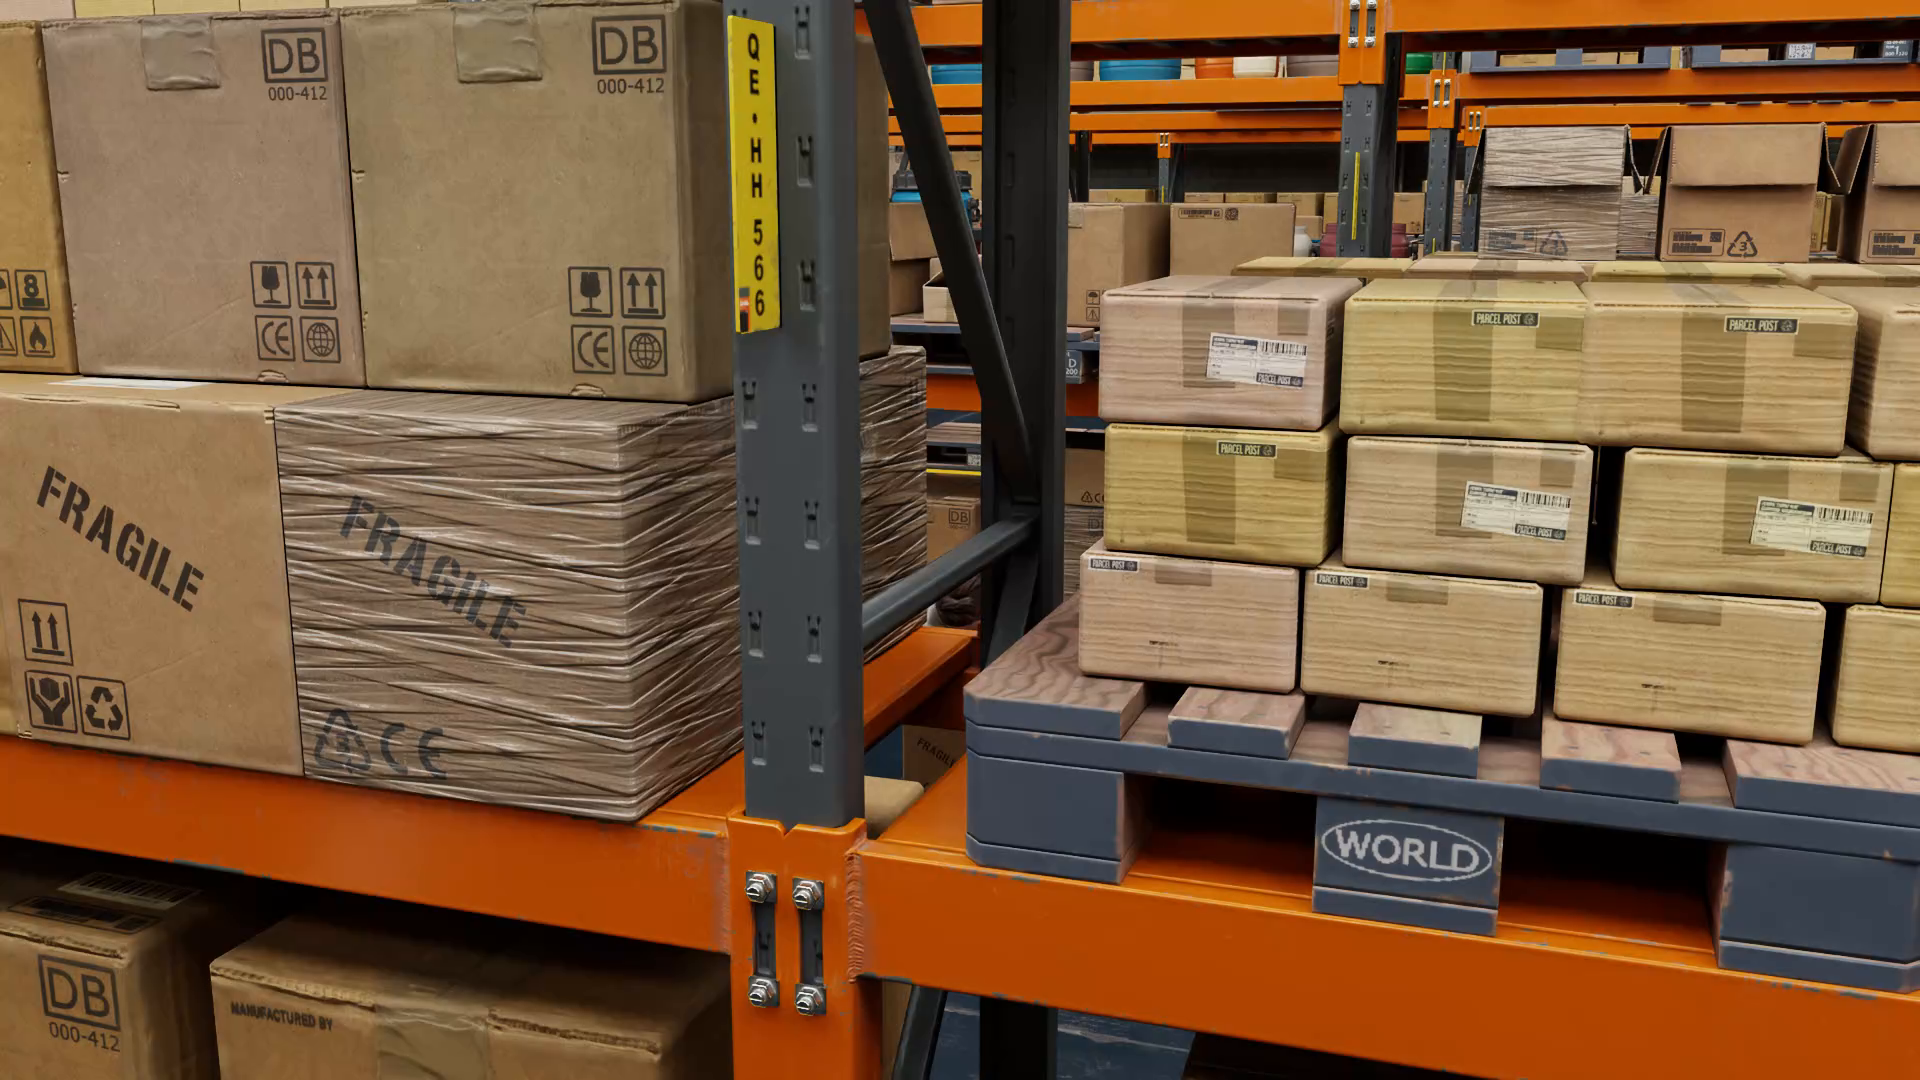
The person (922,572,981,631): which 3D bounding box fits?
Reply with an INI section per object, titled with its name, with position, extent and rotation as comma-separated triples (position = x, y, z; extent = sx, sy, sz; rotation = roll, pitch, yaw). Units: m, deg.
[person]
position = 0.097, 0.471, 5.535
extent = 0.468, 0.931, 0.852
rotation = 4, 12, 16
